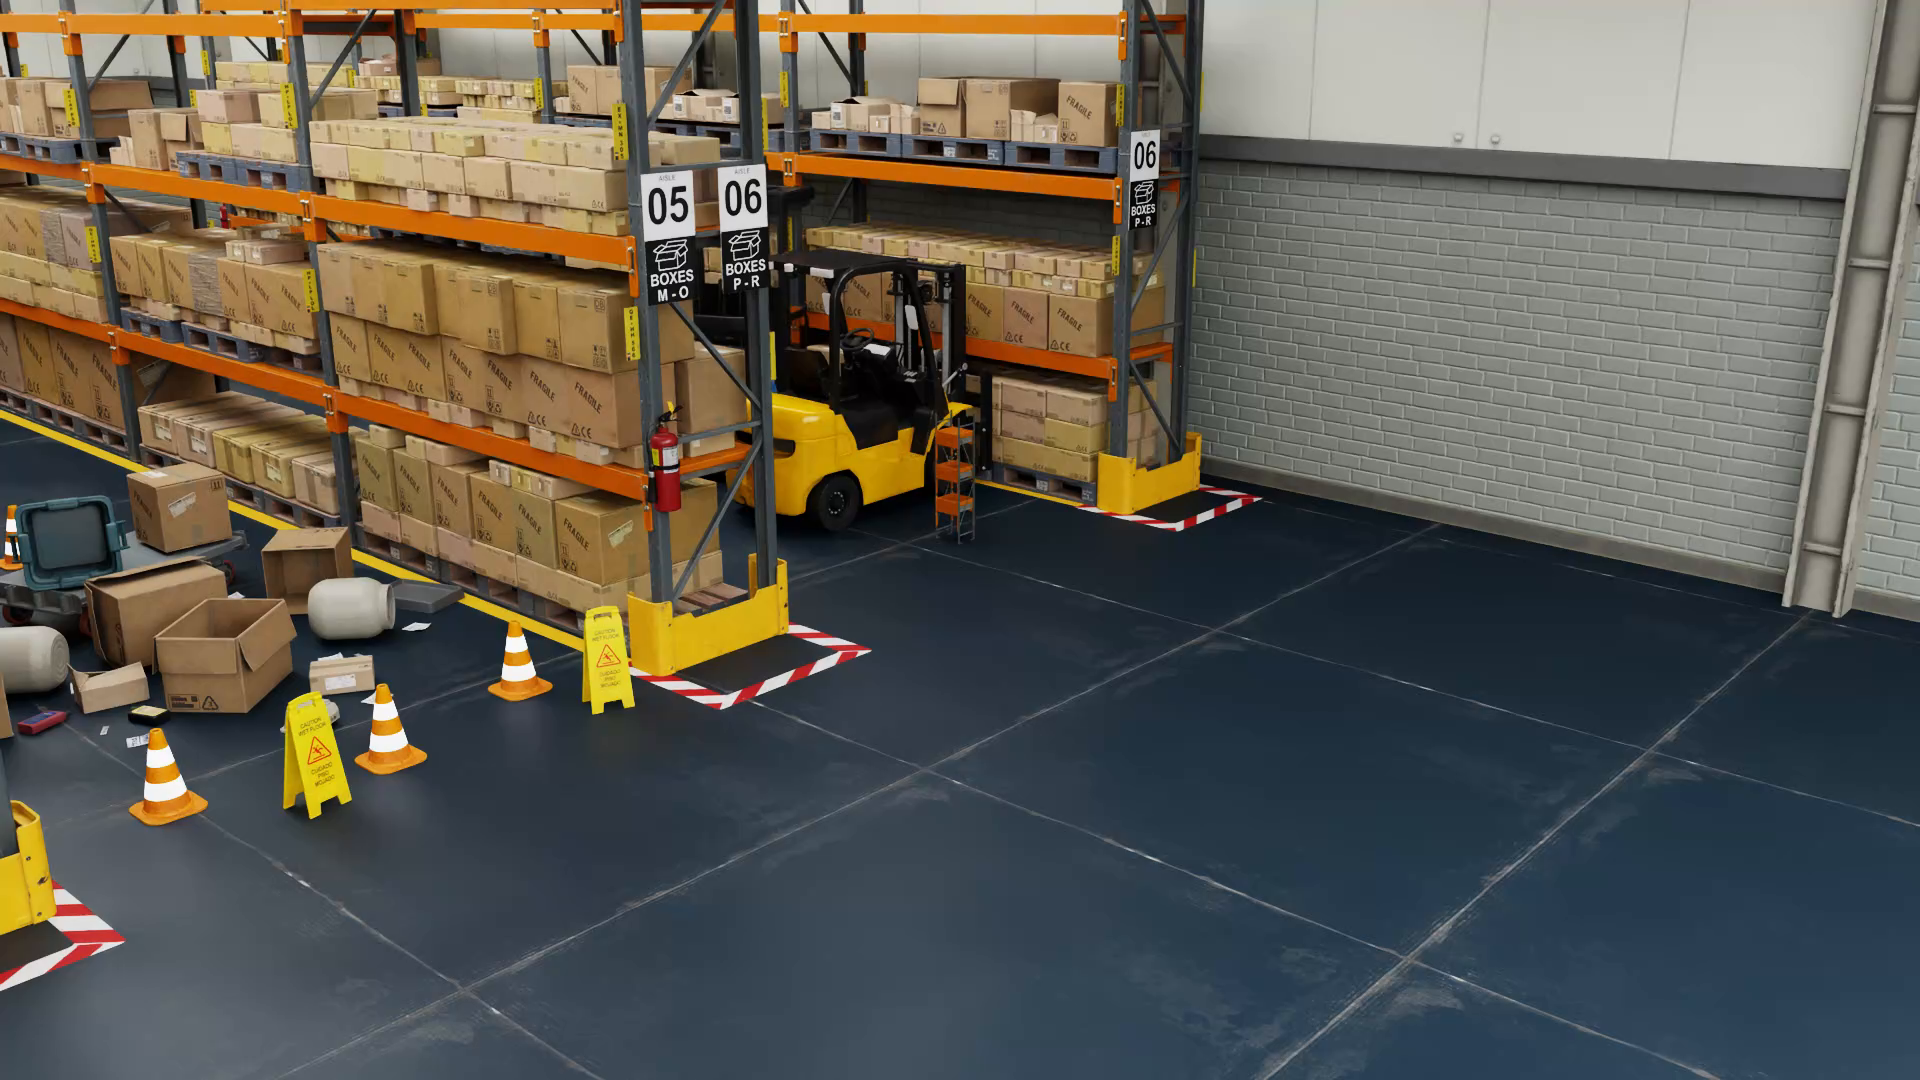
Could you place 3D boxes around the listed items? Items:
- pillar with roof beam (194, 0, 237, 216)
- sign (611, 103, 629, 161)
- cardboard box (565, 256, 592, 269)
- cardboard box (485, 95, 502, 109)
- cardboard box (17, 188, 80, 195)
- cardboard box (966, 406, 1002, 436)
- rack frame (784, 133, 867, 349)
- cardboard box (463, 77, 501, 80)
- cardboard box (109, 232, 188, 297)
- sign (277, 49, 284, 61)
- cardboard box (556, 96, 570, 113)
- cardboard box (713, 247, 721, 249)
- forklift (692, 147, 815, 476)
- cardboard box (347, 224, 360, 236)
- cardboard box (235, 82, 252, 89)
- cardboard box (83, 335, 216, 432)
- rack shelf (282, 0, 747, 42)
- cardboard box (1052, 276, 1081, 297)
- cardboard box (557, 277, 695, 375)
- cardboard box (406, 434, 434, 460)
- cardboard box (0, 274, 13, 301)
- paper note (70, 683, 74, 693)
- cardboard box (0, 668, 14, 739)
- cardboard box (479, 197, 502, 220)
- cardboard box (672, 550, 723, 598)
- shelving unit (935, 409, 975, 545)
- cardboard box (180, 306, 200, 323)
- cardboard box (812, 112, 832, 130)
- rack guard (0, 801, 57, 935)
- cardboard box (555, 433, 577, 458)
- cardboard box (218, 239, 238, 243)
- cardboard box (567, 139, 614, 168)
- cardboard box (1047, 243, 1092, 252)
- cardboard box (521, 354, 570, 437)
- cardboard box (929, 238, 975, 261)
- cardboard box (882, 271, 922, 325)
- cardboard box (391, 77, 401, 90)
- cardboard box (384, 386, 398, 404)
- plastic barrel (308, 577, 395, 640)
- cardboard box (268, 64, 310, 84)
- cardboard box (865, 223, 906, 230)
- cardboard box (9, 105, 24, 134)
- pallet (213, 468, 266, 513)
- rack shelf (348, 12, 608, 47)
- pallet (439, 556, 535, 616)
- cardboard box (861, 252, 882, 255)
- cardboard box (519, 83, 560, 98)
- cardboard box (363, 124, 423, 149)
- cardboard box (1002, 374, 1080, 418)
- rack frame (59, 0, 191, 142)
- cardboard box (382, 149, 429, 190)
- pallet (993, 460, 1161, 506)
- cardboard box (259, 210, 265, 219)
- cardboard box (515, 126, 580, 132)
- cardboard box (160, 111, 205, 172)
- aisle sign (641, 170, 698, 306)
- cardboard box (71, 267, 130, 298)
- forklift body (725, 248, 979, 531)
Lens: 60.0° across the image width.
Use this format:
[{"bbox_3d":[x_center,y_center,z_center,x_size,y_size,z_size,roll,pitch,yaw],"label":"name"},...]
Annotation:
[{"bbox_3d":[-14.579,-7.652,22.847,0.400,9.000,9.100,15,23,39],"label":"pillar with roof beam"},{"bbox_3d":[-2.011,-2.415,9.841,0.005,0.325,0.100,15,23,39],"label":"sign"},{"bbox_3d":[-4.150,-3.199,18.982,0.500,0.250,0.500,15,23,39],"label":"cardboard box"},{"bbox_3d":[-5.320,-5.135,19.464,0.250,0.149,0.380,15,23,39],"label":"cardboard box"},{"bbox_3d":[-9.710,-3.484,17.811,0.500,0.500,0.500,16,23,40],"label":"cardboard box"},{"bbox_3d":[0.325,-1.166,15.351,0.500,0.250,0.500,14,23,38],"label":"cardboard box"},{"bbox_3d":[-1.327,-2.612,16.883,0.127,3.000,1.000,15,23,39],"label":"rack frame"},{"bbox_3d":[-5.839,-5.580,20.342,0.250,0.149,0.380,16,23,41],"label":"cardboard box"},{"bbox_3d":[-7.428,-2.538,15.300,0.500,0.500,0.500,14,22,38],"label":"cardboard box"},{"bbox_3d":[-9.919,-6.995,24.270,0.005,0.325,0.100,15,23,39],"label":"sign"},{"bbox_3d":[-4.260,-4.843,18.480,0.250,0.166,0.380,15,23,39],"label":"cardboard box"},{"bbox_3d":[-2.368,-3.119,17.242,0.250,0.149,0.380,14,22,38],"label":"cardboard box"},{"bbox_3d":[-2.072,-2.394,16.309,1.130,2.935,3.031,6,19,18],"label":"forklift"},{"bbox_3d":[-7.926,-4.153,22.153,0.250,0.149,0.380,16,24,41],"label":"cardboard box"},{"bbox_3d":[-9.758,-6.273,23.217,0.500,0.250,0.500,16,23,40],"label":"cardboard box"},{"bbox_3d":[-8.073,-1.636,16.627,0.875,0.875,0.875,15,23,39],"label":"cardboard box"},{"bbox_3d":[-3.123,-3.602,11.279,4.000,0.370,1.077,15,23,39],"label":"rack shelf"},{"bbox_3d":[1.008,-2.216,14.399,0.250,0.149,0.380,16,23,40],"label":"cardboard box"},{"bbox_3d":[-2.155,-1.404,10.768,0.500,0.500,0.700,14,23,38],"label":"cardboard box"},{"bbox_3d":[-3.918,-0.723,12.472,0.250,0.149,0.380,16,24,41],"label":"cardboard box"},{"bbox_3d":[-9.688,-2.665,17.298,0.500,0.250,0.500,15,23,39],"label":"cardboard box"},{"bbox_3d":[-5.599,0.930,10.645,0.172,0.023,0.155,-9,20,-27],"label":"paper note"},{"bbox_3d":[-5.987,0.922,9.877,0.500,0.500,0.500,-13,22,-36],"label":"cardboard box"},{"bbox_3d":[-3.019,-2.267,11.252,0.250,0.149,0.380,14,22,38],"label":"cardboard box"},{"bbox_3d":[-2.047,0.201,11.871,0.500,0.250,0.500,15,23,39],"label":"cardboard box"},{"bbox_3d":[-0.040,-0.511,13.487,0.252,1.050,0.215,15,23,39],"label":"shelving unit"},{"bbox_3d":[-6.704,-2.044,14.815,0.380,0.149,0.250,-17,24,-42],"label":"cardboard box"},{"bbox_3d":[-1.193,-4.011,15.888,0.250,0.149,0.380,16,23,40],"label":"cardboard box"},{"bbox_3d":[-4.820,1.651,7.582,0.348,0.500,1.175,15,23,39],"label":"rack guard"},{"bbox_3d":[-2.490,-0.674,11.192,0.250,0.149,0.380,15,23,38],"label":"cardboard box"},{"bbox_3d":[-6.314,-2.450,15.022,0.500,0.500,0.500,13,22,36],"label":"cardboard box"},{"bbox_3d":[-2.244,-2.437,10.469,0.250,0.149,0.380,16,23,40],"label":"cardboard box"},{"bbox_3d":[1.000,-2.586,15.073,0.250,0.149,0.380,15,23,40],"label":"cardboard box"},{"bbox_3d":[-2.588,-1.023,11.218,0.500,0.500,0.500,15,23,39],"label":"cardboard box"},{"bbox_3d":[-0.072,-2.693,15.408,0.250,0.149,0.380,15,23,39],"label":"cardboard box"},{"bbox_3d":[-0.389,-2.309,15.764,0.500,0.500,0.500,15,23,39],"label":"cardboard box"},{"bbox_3d":[-6.760,-5.615,20.451,0.250,0.149,0.380,15,23,38],"label":"cardboard box"},{"bbox_3d":[-4.154,-1.147,12.683,0.250,0.149,0.380,15,23,39],"label":"cardboard box"},{"bbox_3d":[-4.177,0.471,11.429,0.512,0.421,0.421,-3,18,-8],"label":"plastic barrel"},{"bbox_3d":[-8.997,-6.310,22.505,0.500,0.250,0.500,16,24,41],"label":"cardboard box"},{"bbox_3d":[-0.728,-3.055,16.550,0.250,0.149,0.380,14,23,38],"label":"cardboard box"},{"bbox_3d":[-8.874,-4.055,15.998,0.258,0.266,0.396,14,23,38],"label":"cardboard box"},{"bbox_3d":[-6.119,-0.560,15.027,1.213,0.211,1.003,15,23,39],"label":"pallet"},{"bbox_3d":[-5.815,-6.143,19.941,4.000,0.370,1.077,15,23,39],"label":"rack shelf"},{"bbox_3d":[-3.177,0.213,12.593,1.213,0.211,1.003,15,23,39],"label":"pallet"},{"bbox_3d":[-0.720,-2.681,15.864,0.250,0.149,0.380,16,23,40],"label":"cardboard box"},{"bbox_3d":[-4.773,-5.107,18.884,0.250,0.149,0.380,16,24,41],"label":"cardboard box"},{"bbox_3d":[-4.016,-2.882,11.871,0.250,0.149,0.380,15,23,39],"label":"cardboard box"},{"bbox_3d":[0.727,-1.298,14.942,0.500,0.250,0.500,16,23,40],"label":"cardboard box"},{"bbox_3d":[-7.611,-5.151,14.965,0.127,3.000,1.000,15,23,39],"label":"rack frame"},{"bbox_3d":[-3.714,-2.633,11.747,0.500,0.250,0.500,15,23,40],"label":"cardboard box"},{"bbox_3d":[1.065,-0.624,15.228,1.213,0.211,1.003,15,23,39],"label":"pallet"},{"bbox_3d":[-9.798,-4.688,23.840,0.250,0.149,0.380,15,23,39],"label":"cardboard box"},{"bbox_3d":[-2.875,-2.805,11.631,0.250,0.149,0.380,16,23,40],"label":"cardboard box"},{"bbox_3d":[-6.451,-3.470,14.459,0.637,0.503,0.797,15,23,39],"label":"cardboard box"},{"bbox_3d":[-1.774,-1.846,10.172,0.004,0.787,0.394,15,23,39],"label":"aisle sign"},{"bbox_3d":[-8.142,-2.498,15.945,0.500,0.250,0.500,15,23,39],"label":"cardboard box"},{"bbox_3d":[-0.965,-1.372,14.380,1.214,2.155,2.313,15,23,39],"label":"forklift body"}]
